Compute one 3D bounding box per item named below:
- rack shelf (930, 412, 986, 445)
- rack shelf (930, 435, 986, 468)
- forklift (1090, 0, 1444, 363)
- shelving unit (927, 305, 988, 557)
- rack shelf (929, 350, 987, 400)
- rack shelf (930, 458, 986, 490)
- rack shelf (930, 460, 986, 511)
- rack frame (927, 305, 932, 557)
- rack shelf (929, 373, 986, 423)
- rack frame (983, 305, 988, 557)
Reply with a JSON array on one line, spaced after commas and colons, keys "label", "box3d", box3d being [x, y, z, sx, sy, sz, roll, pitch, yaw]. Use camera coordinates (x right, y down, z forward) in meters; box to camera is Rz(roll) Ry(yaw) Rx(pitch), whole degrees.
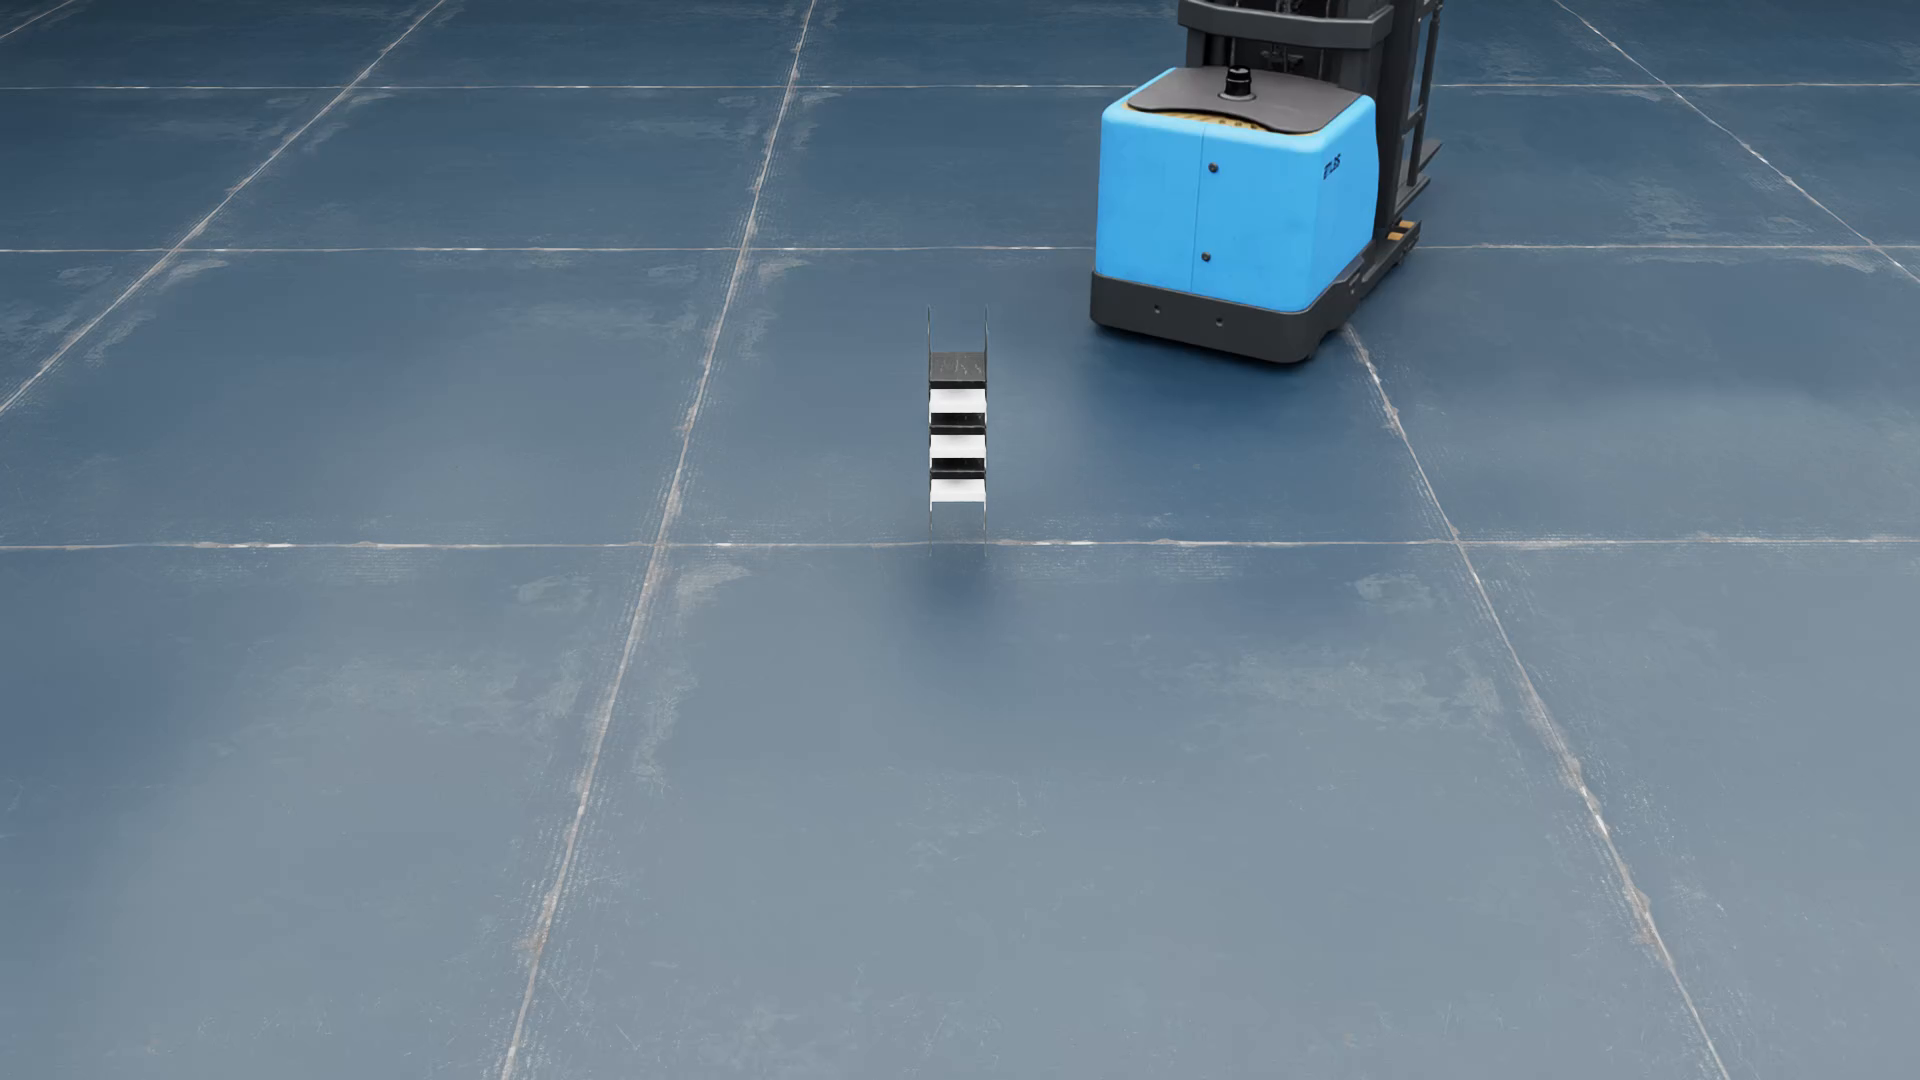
[{"label": "rack shelf", "box3d": [-0.008, -0.433, 5.987, 0.200, 0.077, 0.258, 0, 31, 0]}, {"label": "rack shelf", "box3d": [-0.008, -0.356, 6.034, 0.200, 0.077, 0.258, 0, 31, 0]}, {"label": "forklift", "box3d": [1.766, -2.778, 8.004, 1.130, 2.935, 3.031, 16, 35, 24]}, {"label": "shelving unit", "box3d": [-0.008, -0.385, 6.017, 0.210, 0.900, 0.258, 0, 31, 0]}, {"label": "rack shelf", "box3d": [-0.008, -0.587, 5.894, 0.200, 0.077, 0.258, 0, 31, 0]}, {"label": "rack shelf", "box3d": [-0.008, -0.279, 6.081, 0.200, 0.077, 0.258, 0, 31, 0]}, {"label": "rack shelf", "box3d": [-0.008, -0.202, 6.127, 0.200, 0.077, 0.258, 0, 31, 0]}, {"label": "rack frame", "box3d": [-0.110, -0.384, 6.016, 0.006, 0.900, 0.240, 0, 31, 0]}, {"label": "rack shelf", "box3d": [-0.008, -0.510, 5.940, 0.200, 0.077, 0.258, 0, 31, 0]}, {"label": "rack frame", "box3d": [0.094, -0.385, 6.017, 0.006, 0.900, 0.240, 0, 31, 0]}]
